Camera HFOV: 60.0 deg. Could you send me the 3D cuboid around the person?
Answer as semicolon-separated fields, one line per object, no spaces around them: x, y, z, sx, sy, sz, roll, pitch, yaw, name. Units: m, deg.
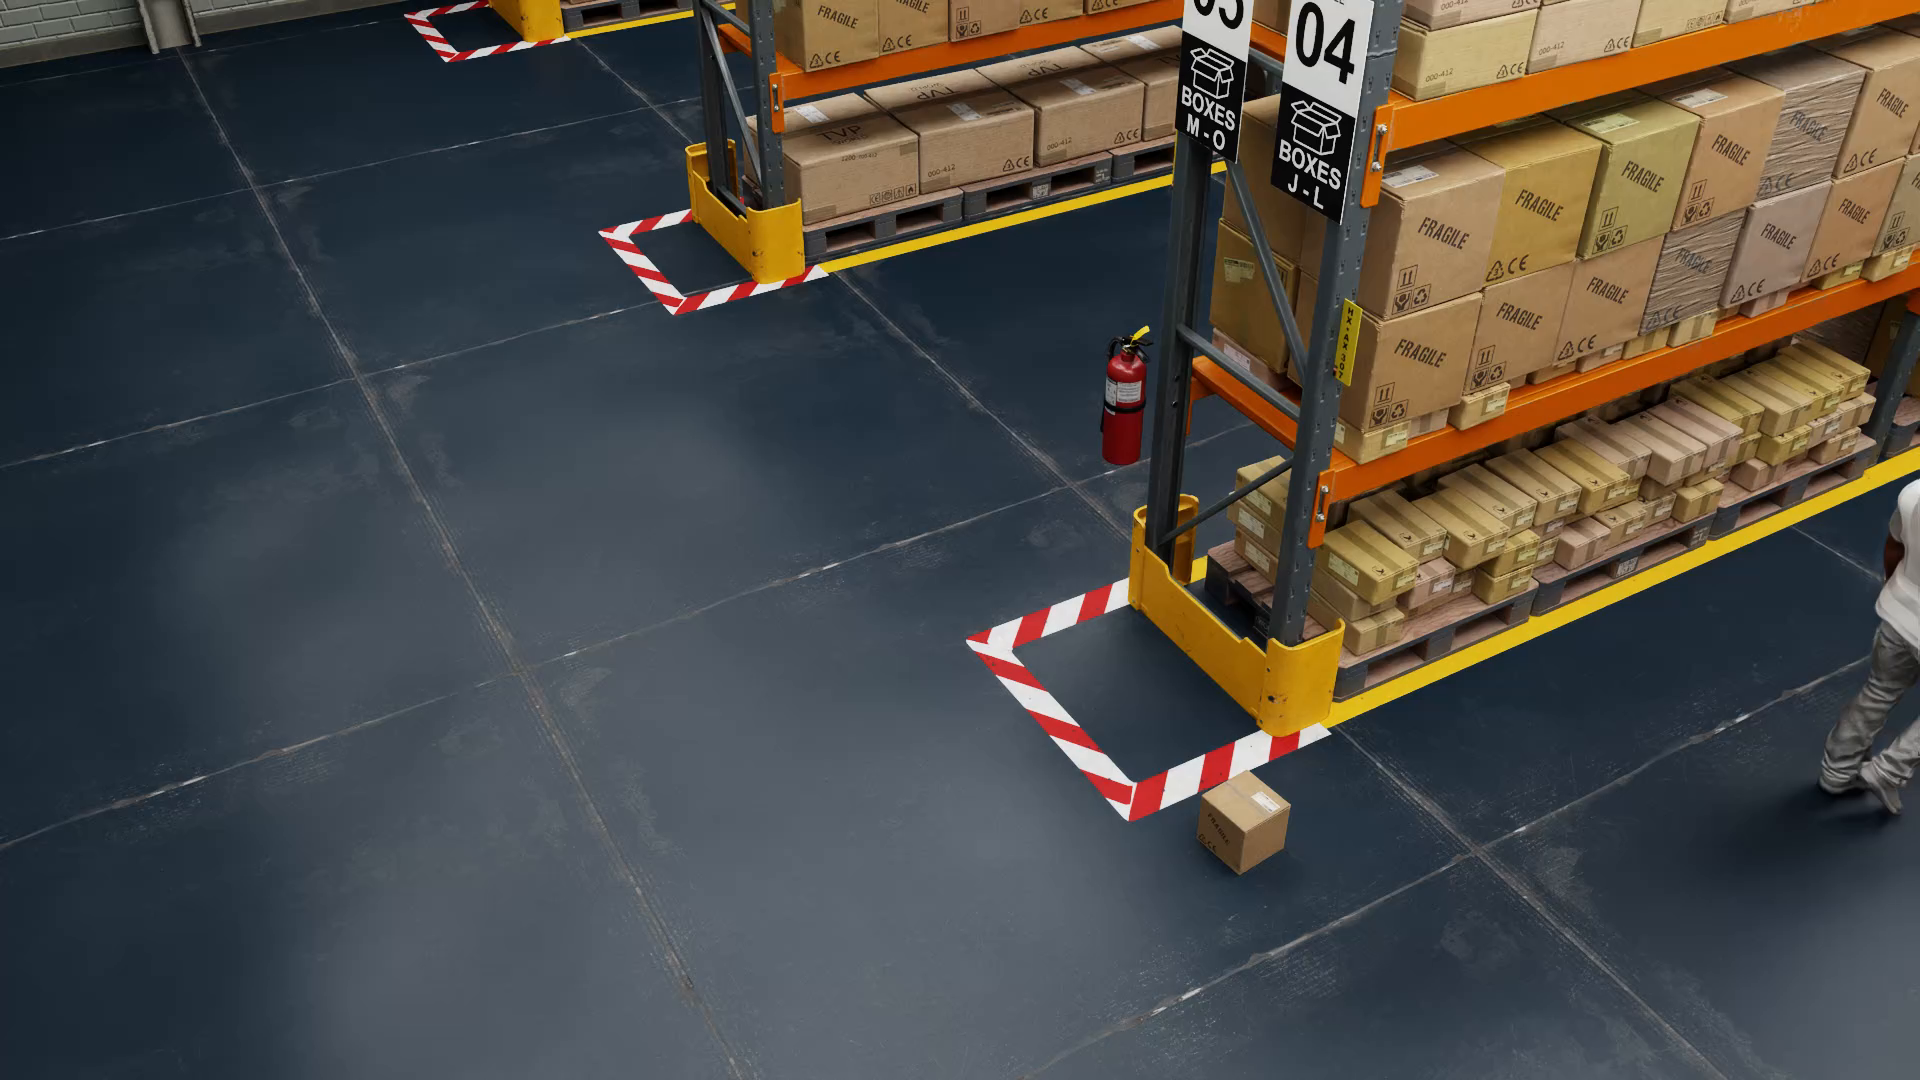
3.803;0.331;6.437;0.474;1.798;0.592;-12;38;-15;person
